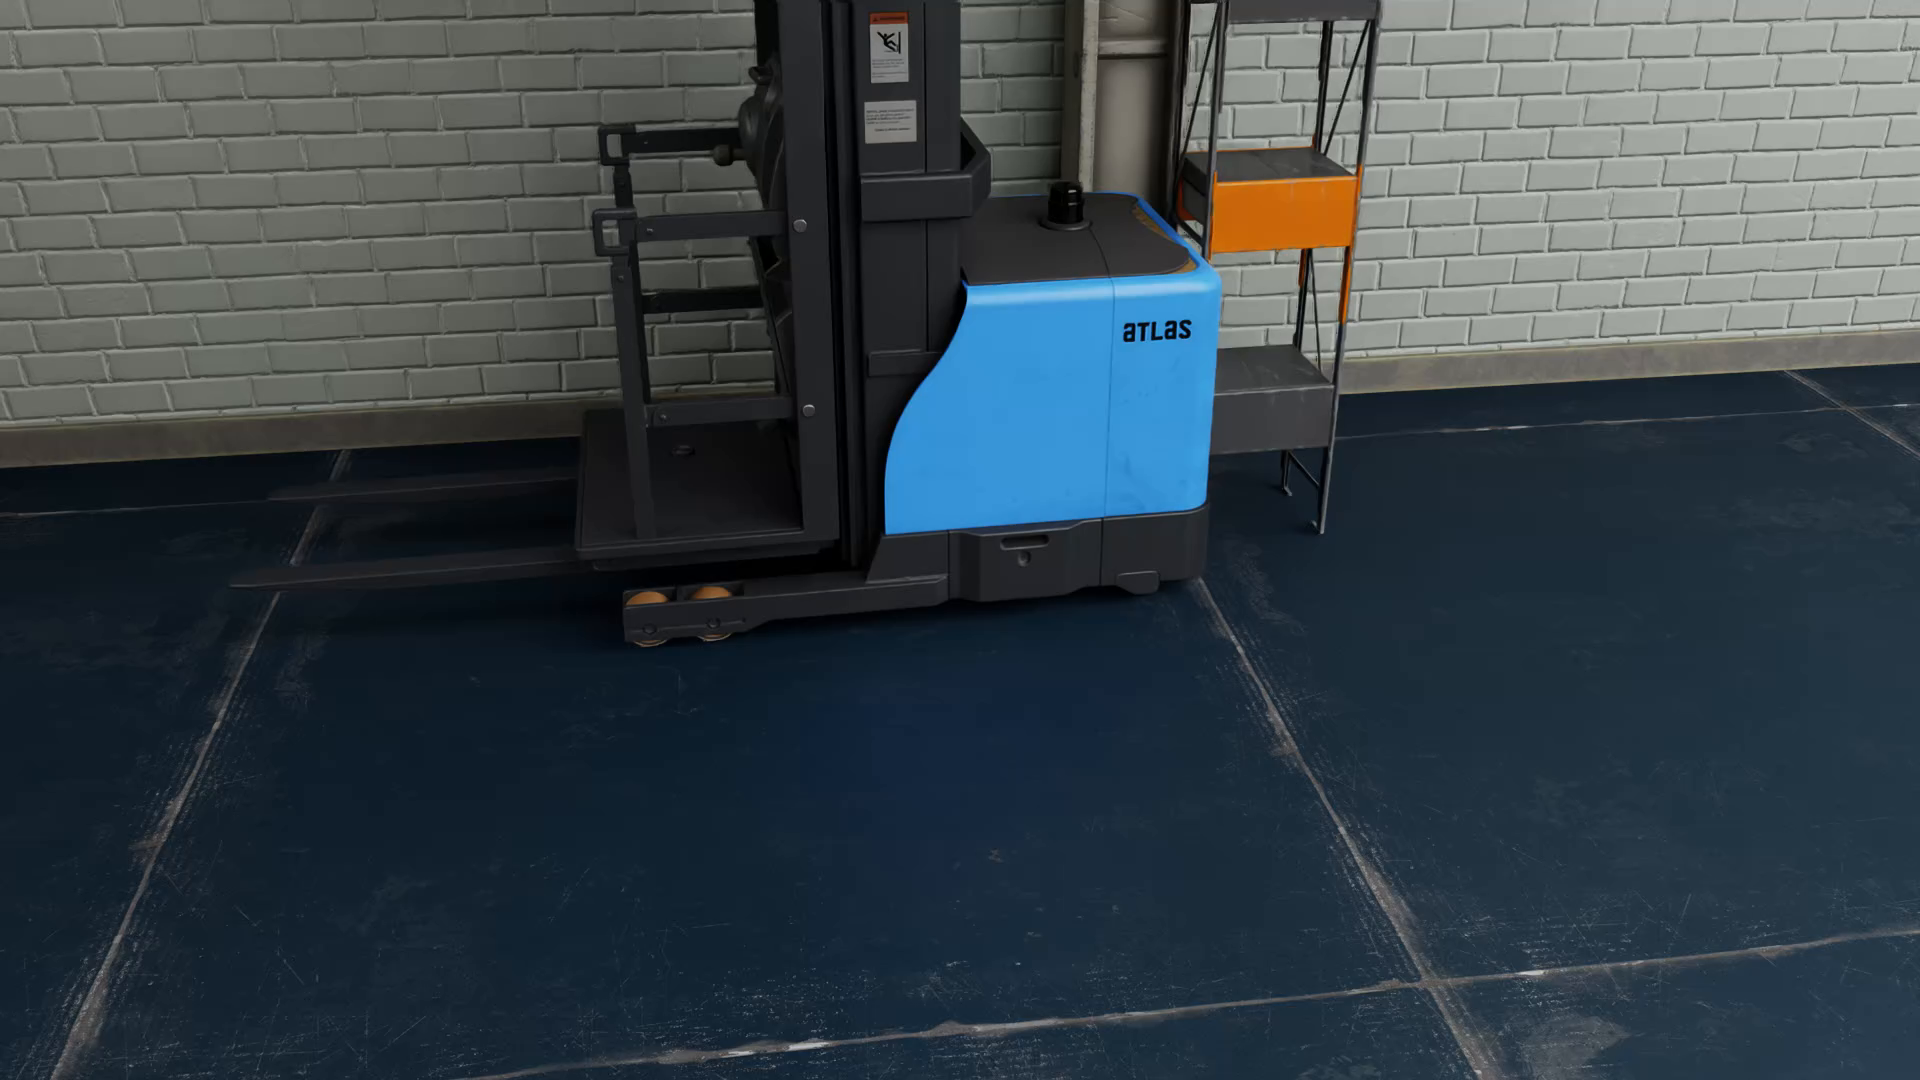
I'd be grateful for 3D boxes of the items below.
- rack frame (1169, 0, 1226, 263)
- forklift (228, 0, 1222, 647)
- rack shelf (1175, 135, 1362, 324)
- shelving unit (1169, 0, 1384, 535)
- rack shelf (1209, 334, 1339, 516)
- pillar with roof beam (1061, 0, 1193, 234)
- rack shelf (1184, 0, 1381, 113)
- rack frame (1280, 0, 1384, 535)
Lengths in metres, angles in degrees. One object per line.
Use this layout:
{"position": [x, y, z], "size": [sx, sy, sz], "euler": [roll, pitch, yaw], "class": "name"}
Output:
{"position": [0.743, -1.002, 5.403], "size": [0.015, 2.100, 0.400], "euler": [-5, 28, -9], "class": "rack frame"}
{"position": [-0.765, -1.237, 4.950], "size": [3.031, 2.935, 1.130], "euler": [-5, 28, -9], "class": "forklift"}
{"position": [0.983, -1.009, 5.447], "size": [0.480, 0.518, 0.431], "euler": [-5, 28, -9], "class": "rack shelf"}
{"position": [0.983, -1.021, 5.441], "size": [0.503, 2.100, 0.431], "euler": [-5, 28, -9], "class": "shelving unit"}
{"position": [0.983, -0.387, 5.767], "size": [0.480, 0.518, 0.431], "euler": [-5, 28, -9], "class": "rack shelf"}
{"position": [1.204, -2.547, 0.856], "size": [0.400, 9.000, 9.100], "euler": [-4, 27, -7], "class": "pillar with roof beam"}
{"position": [0.983, -1.632, 5.127], "size": [0.480, 0.518, 0.431], "euler": [-5, 28, -9], "class": "rack shelf"}
{"position": [1.223, -1.041, 5.479], "size": [0.015, 2.100, 0.400], "euler": [-5, 28, -9], "class": "rack frame"}
